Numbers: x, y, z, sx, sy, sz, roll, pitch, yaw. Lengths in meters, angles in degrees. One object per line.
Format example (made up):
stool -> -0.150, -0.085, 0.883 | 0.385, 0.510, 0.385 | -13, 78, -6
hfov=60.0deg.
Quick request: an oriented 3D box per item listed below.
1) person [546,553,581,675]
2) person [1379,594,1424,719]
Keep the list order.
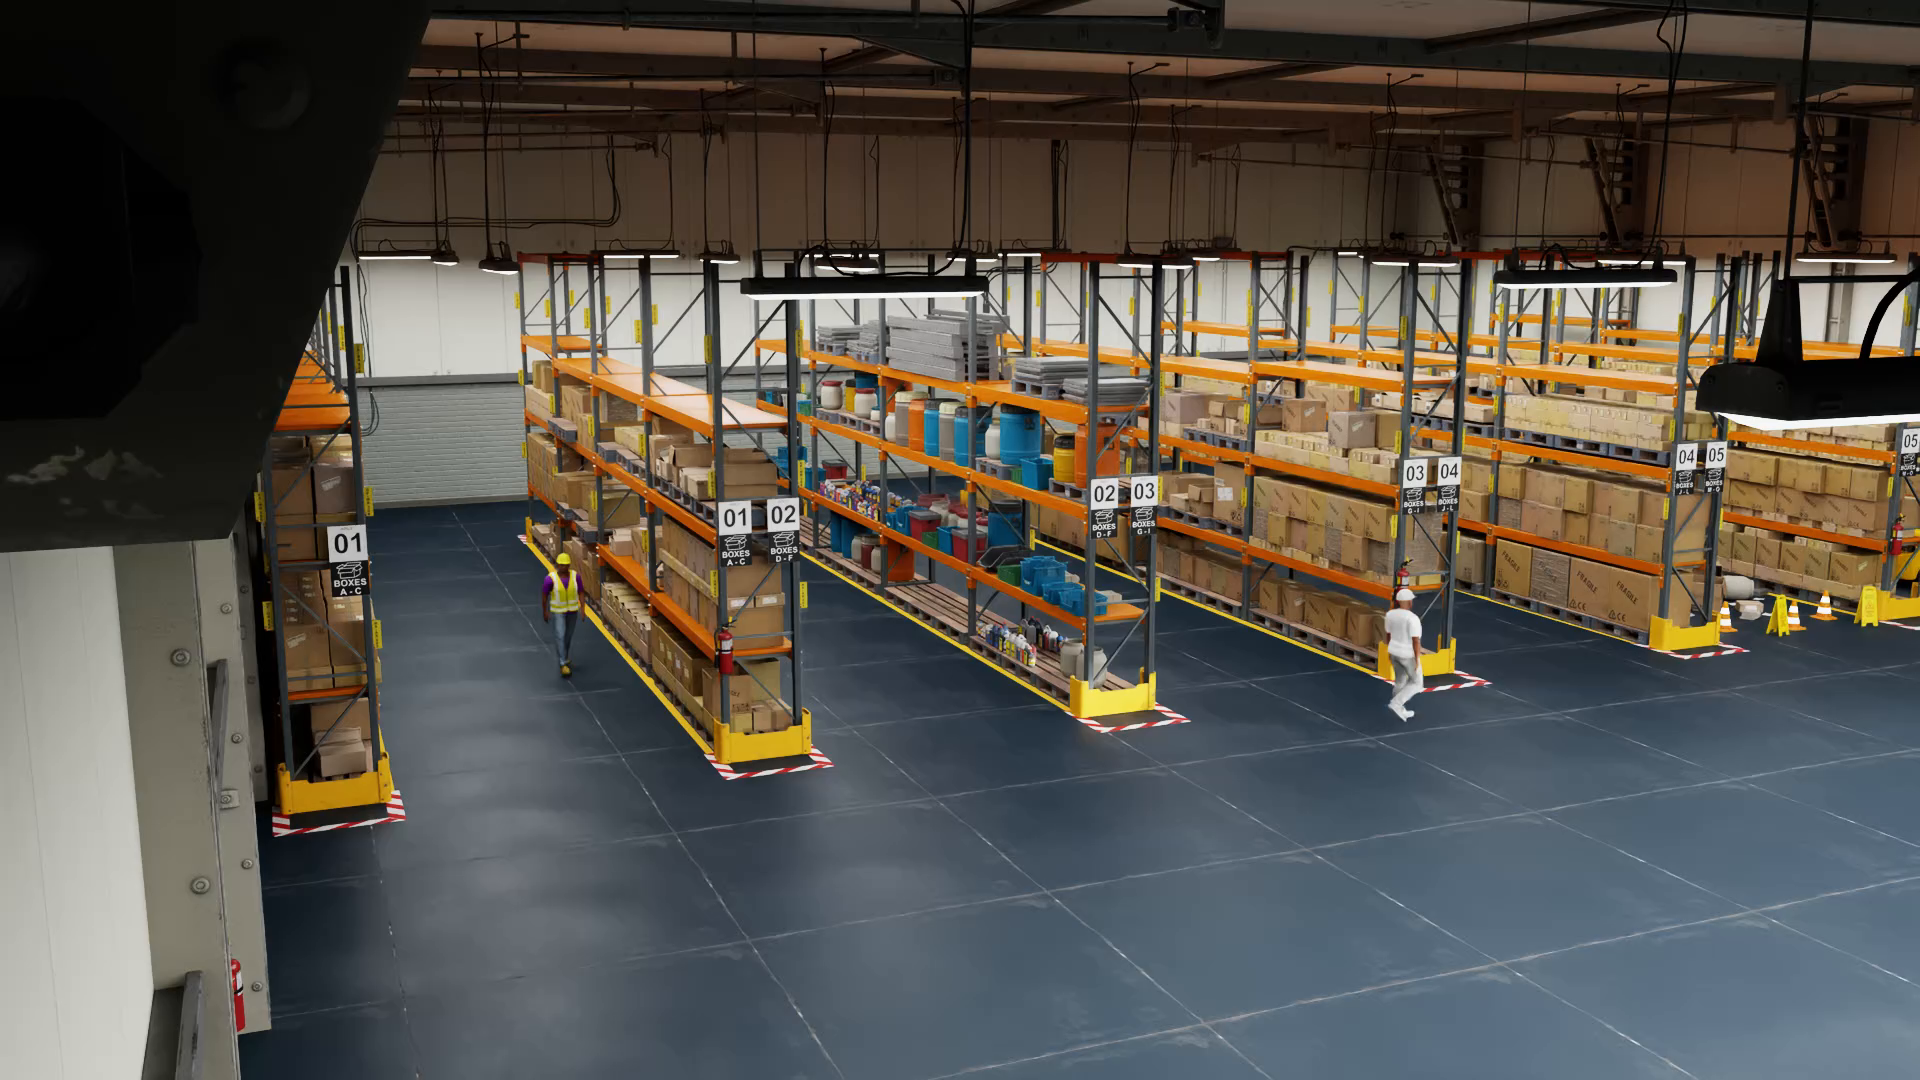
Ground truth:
person -> -5.866, 1.048, 24.456 | 0.831, 1.750, 0.625 | 5, 12, 26
person -> 5.870, 1.533, 21.963 | 0.591, 1.764, 0.751 | 6, 12, 30
